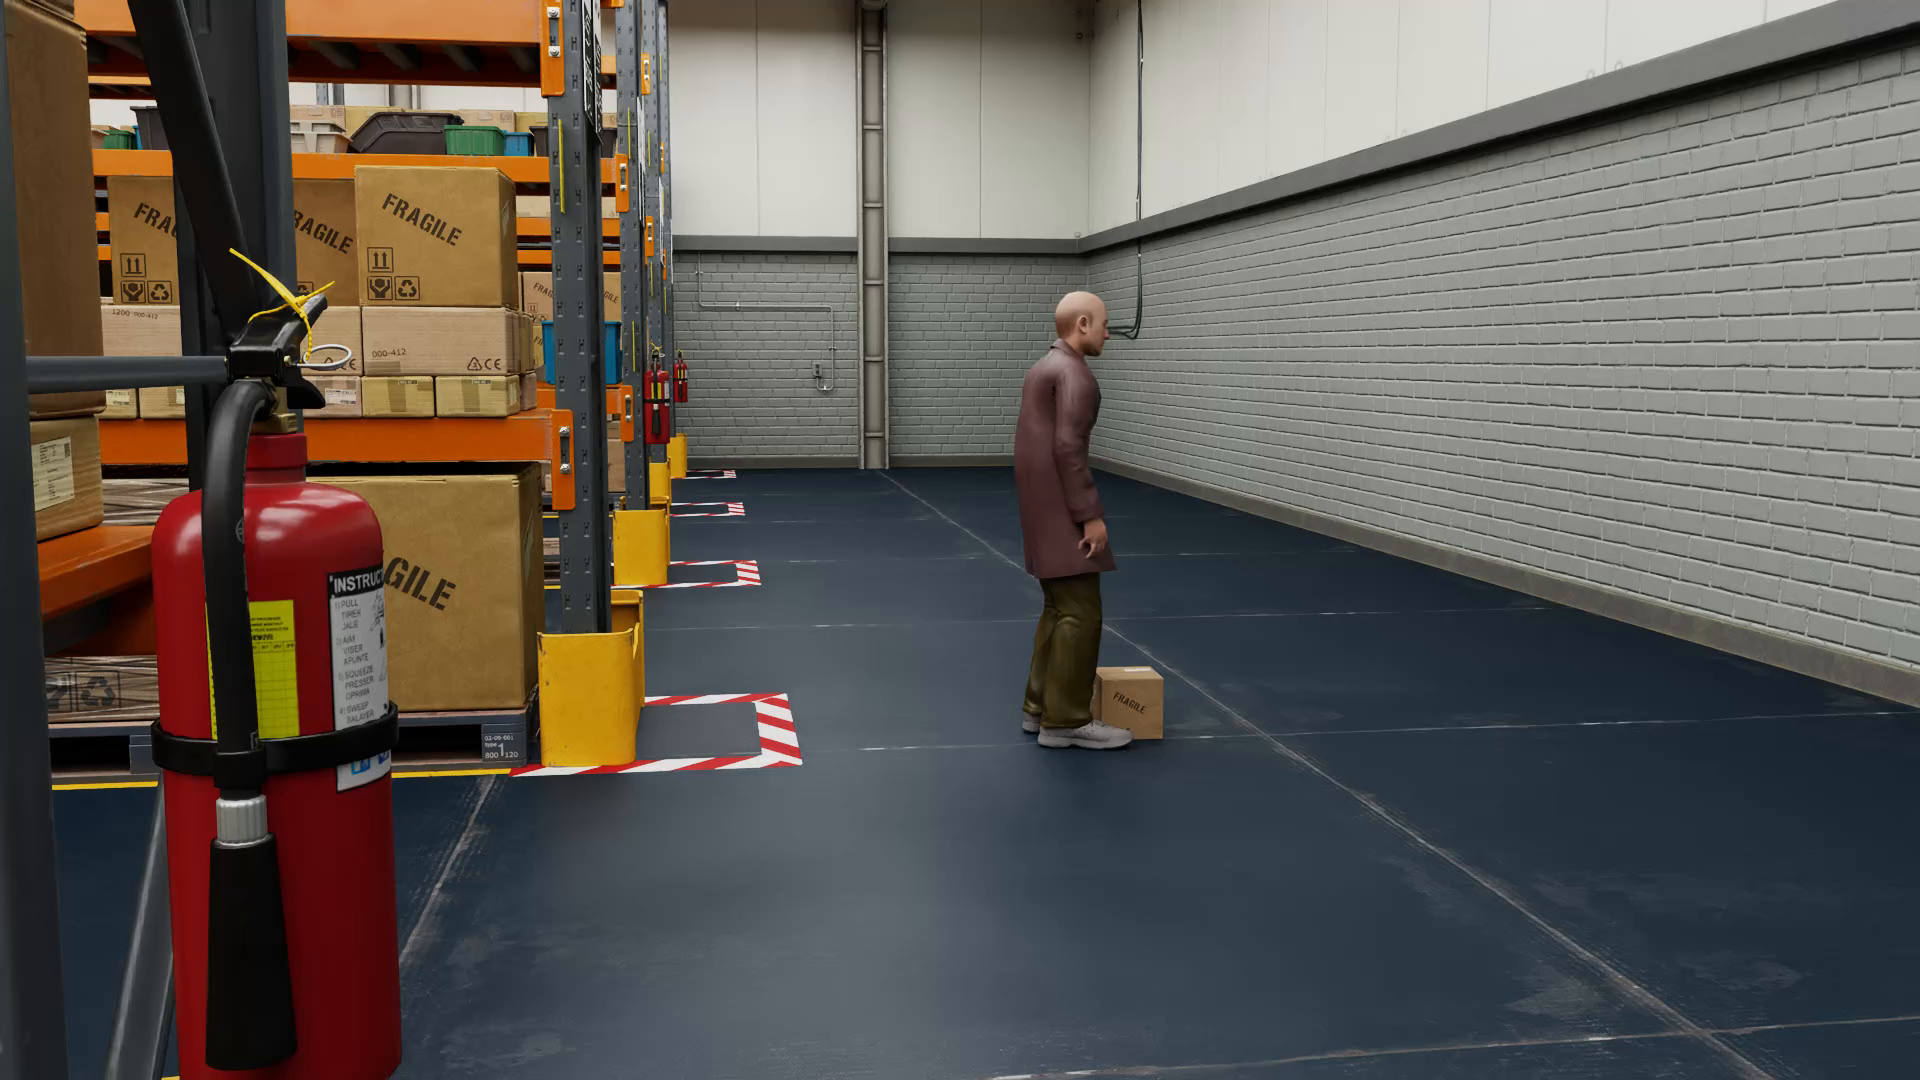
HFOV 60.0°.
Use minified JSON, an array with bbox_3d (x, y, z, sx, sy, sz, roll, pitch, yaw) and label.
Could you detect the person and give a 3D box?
[{"bbox_3d":[0.433,-0.093,6.606,0.423,1.774,0.642,-1,6,-9],"label":"person"}]
